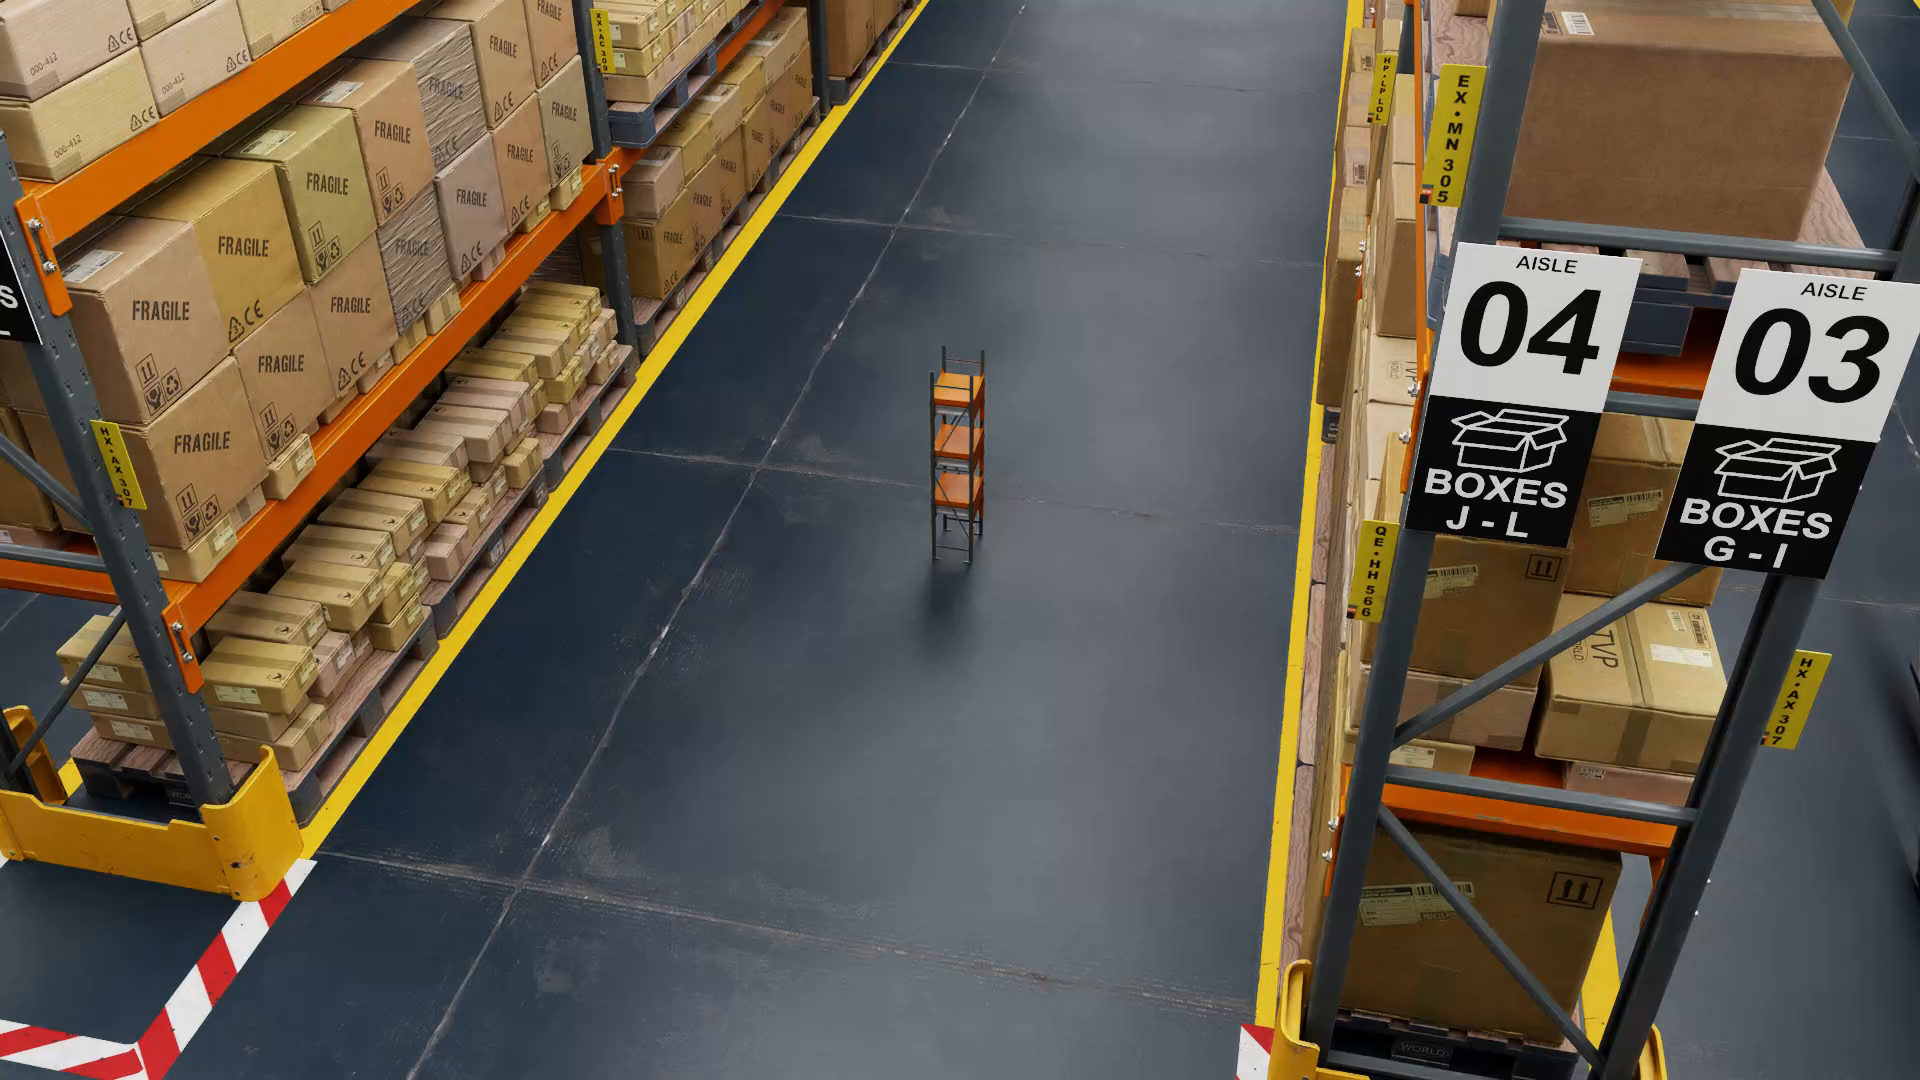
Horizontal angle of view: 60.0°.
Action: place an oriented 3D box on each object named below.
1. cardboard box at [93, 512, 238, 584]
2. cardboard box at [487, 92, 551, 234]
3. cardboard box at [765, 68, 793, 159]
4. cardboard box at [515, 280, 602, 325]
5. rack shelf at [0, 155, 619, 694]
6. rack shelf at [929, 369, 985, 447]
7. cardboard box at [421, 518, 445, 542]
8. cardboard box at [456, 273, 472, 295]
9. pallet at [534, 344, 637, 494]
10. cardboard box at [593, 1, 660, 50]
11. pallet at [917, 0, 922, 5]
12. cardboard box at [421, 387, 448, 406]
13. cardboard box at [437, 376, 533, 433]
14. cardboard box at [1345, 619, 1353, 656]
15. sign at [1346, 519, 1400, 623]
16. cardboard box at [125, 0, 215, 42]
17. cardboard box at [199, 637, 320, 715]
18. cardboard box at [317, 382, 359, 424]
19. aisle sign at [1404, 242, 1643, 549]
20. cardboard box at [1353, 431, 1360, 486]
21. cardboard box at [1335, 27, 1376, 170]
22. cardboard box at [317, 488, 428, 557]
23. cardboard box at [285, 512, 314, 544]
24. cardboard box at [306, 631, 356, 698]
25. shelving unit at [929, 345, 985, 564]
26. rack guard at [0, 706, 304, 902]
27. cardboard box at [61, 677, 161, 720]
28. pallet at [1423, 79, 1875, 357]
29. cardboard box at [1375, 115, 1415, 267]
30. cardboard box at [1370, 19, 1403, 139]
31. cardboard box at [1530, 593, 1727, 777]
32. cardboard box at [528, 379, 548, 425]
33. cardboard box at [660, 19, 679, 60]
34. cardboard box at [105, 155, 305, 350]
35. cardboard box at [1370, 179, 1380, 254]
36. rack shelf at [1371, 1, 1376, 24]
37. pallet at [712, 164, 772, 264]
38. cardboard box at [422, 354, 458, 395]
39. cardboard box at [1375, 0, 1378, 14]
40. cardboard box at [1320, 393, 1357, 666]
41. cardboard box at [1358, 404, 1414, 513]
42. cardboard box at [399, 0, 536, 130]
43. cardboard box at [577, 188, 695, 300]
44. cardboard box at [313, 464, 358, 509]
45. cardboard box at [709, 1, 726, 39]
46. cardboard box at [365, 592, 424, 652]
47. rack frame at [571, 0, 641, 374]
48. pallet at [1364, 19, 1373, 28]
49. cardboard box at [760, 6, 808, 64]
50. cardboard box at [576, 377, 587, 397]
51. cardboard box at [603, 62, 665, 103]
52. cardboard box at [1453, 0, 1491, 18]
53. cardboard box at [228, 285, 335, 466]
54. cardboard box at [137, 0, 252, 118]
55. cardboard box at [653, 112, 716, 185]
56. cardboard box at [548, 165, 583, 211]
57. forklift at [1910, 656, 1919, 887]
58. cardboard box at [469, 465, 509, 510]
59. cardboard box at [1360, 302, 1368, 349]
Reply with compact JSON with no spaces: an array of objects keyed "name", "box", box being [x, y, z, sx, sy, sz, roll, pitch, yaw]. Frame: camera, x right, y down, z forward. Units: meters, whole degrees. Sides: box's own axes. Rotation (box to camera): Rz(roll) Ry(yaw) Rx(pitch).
[{"name":"cardboard box","box":[-2.816,0.003,5.904,0.380,0.149,0.250,7,37,10]},{"name":"cardboard box","box":[-2.290,-1.798,7.836,0.500,0.500,0.500,6,36,9]},{"name":"cardboard box","box":[-1.496,-2.991,11.593,0.500,0.500,0.500,9,37,12]},{"name":"cardboard box","box":[-2.173,-1.267,9.007,0.380,0.149,0.250,8,37,11]},{"name":"rack shelf","box":[-2.778,-0.809,7.424,1.077,0.370,4.000,7,37,10]},{"name":"rack shelf","box":[-0.011,-0.616,7.739,0.215,0.259,0.240,7,37,10]},{"name":"cardboard box","box":[-2.621,-0.118,7.674,0.380,0.149,0.250,9,37,12]},{"name":"cardboard box","box":[-2.462,-1.202,7.566,0.380,0.149,0.250,7,36,9]},{"name":"pallet","box":[-2.460,-0.729,9.075,1.003,0.211,1.213,7,37,10]},{"name":"cardboard box","box":[-1.818,-2.725,8.802,0.380,0.149,0.250,9,37,12]},{"name":"pallet","box":[-0.733,-5.253,15.317,1.003,0.211,1.213,7,37,10]},{"name":"cardboard box","box":[-2.785,-0.761,8.561,0.380,0.149,0.250,6,36,8]},{"name":"cardboard box","box":[-2.334,-0.666,8.178,0.380,0.149,0.250,6,36,8]},{"name":"cardboard box","box":[1.482,0.288,5.510,0.380,0.149,0.250,7,37,10]},{"name":"sign","box":[1.091,0.085,4.388,0.100,0.325,0.005,7,37,10]},{"name":"cardboard box","box":[-2.747,-1.829,5.363,0.500,0.250,0.500,7,36,9]},{"name":"cardboard box","box":[-2.762,0.532,6.525,0.380,0.149,0.250,6,36,8]},{"name":"cardboard box","box":[-2.689,-0.614,6.755,0.380,0.149,0.250,7,37,10]},{"name":"aisle sign","box":[1.310,-0.323,3.925,0.394,0.787,0.004,7,37,10]},{"name":"cardboard box","box":[1.700,-0.294,6.314,0.380,0.149,0.250,8,37,11]},{"name":"cardboard box","box":[3.160,-2.777,10.979,1.225,0.875,0.875,6,36,8]},{"name":"cardboard box","box":[-2.601,-0.080,7.369,0.380,0.149,0.250,9,37,12]},{"name":"cardboard box","box":[-3.164,-0.025,7.547,0.380,0.149,0.250,8,37,11]},{"name":"cardboard box","box":[-2.729,0.492,6.833,0.380,0.149,0.250,7,37,10]},{"name":"shelving unit","box":[-0.011,-0.394,7.900,0.215,1.050,0.252,7,37,10]},{"name":"rack guard","box":[-3.189,1.015,6.424,1.175,0.500,0.348,7,37,10]},{"name":"cardboard box","box":[-3.371,0.572,6.723,0.380,0.149,0.250,6,36,9]},{"name":"pallet","box":[1.767,-0.880,4.427,1.003,0.211,1.213,7,37,10]},{"name":"cardboard box","box":[2.008,-1.407,6.870,0.500,0.500,0.500,7,37,10]},{"name":"cardboard box","box":[2.523,-2.494,9.049,0.500,0.500,0.500,7,37,9]},{"name":"cardboard box","box":[1.985,0.425,4.982,0.500,0.250,0.500,6,36,9]},{"name":"cardboard box","box":[-2.343,-0.719,8.504,0.380,0.149,0.250,8,37,10]},{"name":"cardboard box","box":[-1.764,-2.753,9.095,0.380,0.149,0.250,7,36,9]},{"name":"cardboard box","box":[-2.749,-1.034,5.930,0.500,0.500,0.500,8,37,11]},{"name":"cardboard box","box":[2.117,-1.391,7.487,0.500,0.250,0.500,7,36,9]},{"name":"rack shelf","box":[3.754,-4.716,12.814,1.077,0.370,4.000,7,37,10]},{"name":"pallet","box":[-1.928,-2.266,11.197,1.003,0.211,1.213,7,37,10]},{"name":"cardboard box","box":[-2.783,-0.878,8.470,0.380,0.149,0.250,6,36,9]},{"name":"cardboard box","box":[2.958,-3.657,10.654,0.500,0.500,0.500,8,37,11]},{"name":"cardboard box","box":[2.062,0.007,7.137,0.875,0.875,0.875,7,37,10]},{"name":"cardboard box","box":[1.680,-0.228,5.882,0.500,0.250,0.500,6,36,8]},{"name":"cardboard box","box":[-2.292,-2.212,7.556,0.500,0.500,0.500,6,36,8]},{"name":"cardboard box","box":[-1.934,-1.795,9.943,0.500,0.500,0.500,9,37,12]},{"name":"cardboard box","box":[-3.014,-0.286,7.653,0.380,0.149,0.250,6,36,8]},{"name":"cardboard box","box":[-1.598,-3.076,9.794,0.380,0.149,0.250,6,36,8]},{"name":"cardboard box","box":[-2.597,0.334,7.305,0.380,0.149,0.250,8,37,11]},{"name":"rack frame","box":[-2.351,-2.247,8.794,1.000,3.000,0.127,7,37,10]},{"name":"pallet","box":[3.758,-3.877,13.419,1.003,0.211,1.213,7,37,10]},{"name":"cardboard box","box":[-1.387,-3.577,11.762,0.500,0.250,0.500,6,36,9]},{"name":"cardboard box","box":[-2.239,-0.857,8.948,0.380,0.149,0.250,8,37,11]},{"name":"cardboard box","box":[-1.818,-2.484,8.977,0.380,0.149,0.250,6,36,8]},{"name":"cardboard box","box":[1.995,-1.987,5.352,0.700,0.500,0.500,9,37,12]},{"name":"cardboard box","box":[-2.750,-0.648,6.249,0.500,0.500,0.500,7,37,10]},{"name":"cardboard box","box":[-2.743,-1.634,5.521,0.500,0.250,0.500,8,37,11]},{"name":"cardboard box","box":[-1.824,-2.405,10.145,0.500,0.250,0.500,8,37,11]},{"name":"cardboard box","box":[-2.132,-1.791,8.379,0.380,0.149,0.250,6,36,9]},{"name":"forklift","box":[4.160,0.403,5.196,1.130,2.935,3.031,6,36,9]},{"name":"cardboard box","box":[-2.444,-0.261,8.125,0.380,0.149,0.250,8,37,11]},{"name":"cardboard box","box":[1.919,-0.885,7.129,0.380,0.149,0.250,6,36,9]}]
